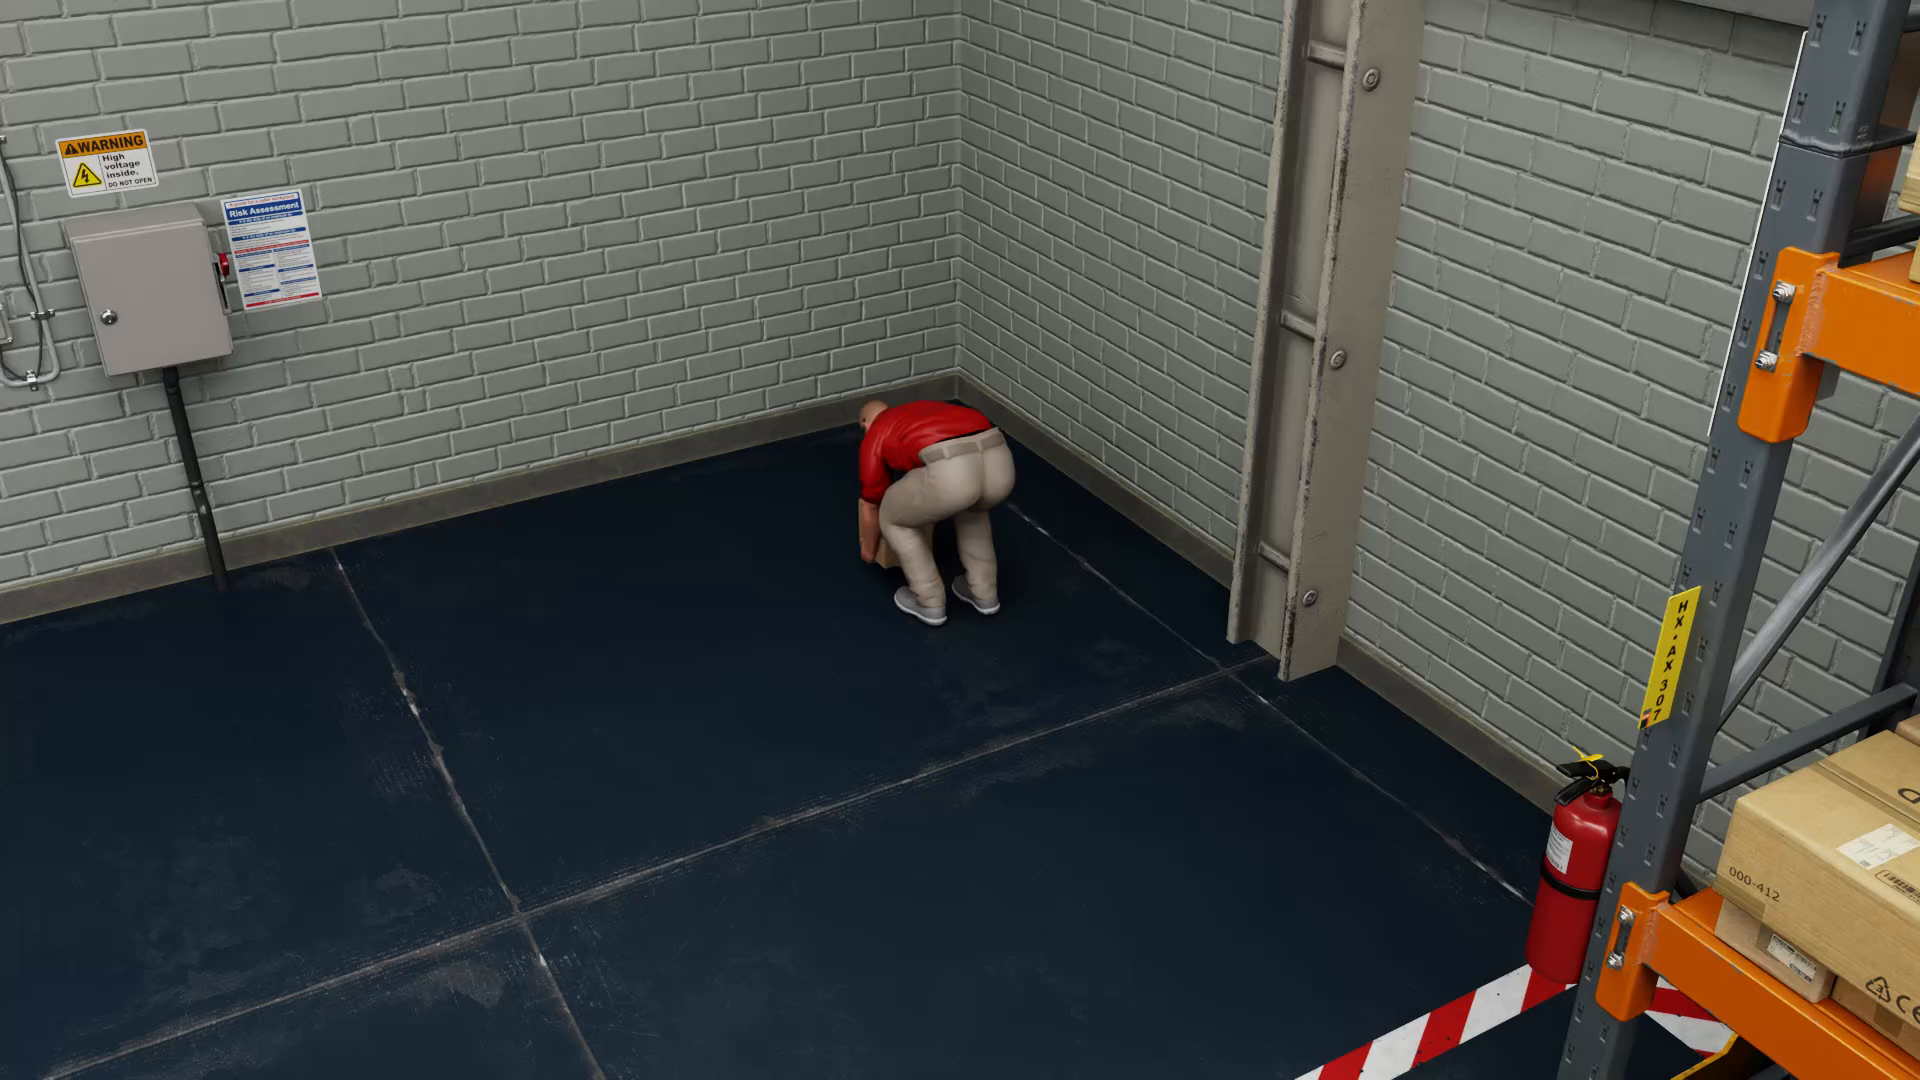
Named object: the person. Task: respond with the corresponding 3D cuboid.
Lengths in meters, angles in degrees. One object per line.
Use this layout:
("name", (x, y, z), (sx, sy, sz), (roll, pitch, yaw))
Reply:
("person", (-0.143, -0.182, 7.282), (0.521, 0.949, 0.956), (-17, 33, -29))
